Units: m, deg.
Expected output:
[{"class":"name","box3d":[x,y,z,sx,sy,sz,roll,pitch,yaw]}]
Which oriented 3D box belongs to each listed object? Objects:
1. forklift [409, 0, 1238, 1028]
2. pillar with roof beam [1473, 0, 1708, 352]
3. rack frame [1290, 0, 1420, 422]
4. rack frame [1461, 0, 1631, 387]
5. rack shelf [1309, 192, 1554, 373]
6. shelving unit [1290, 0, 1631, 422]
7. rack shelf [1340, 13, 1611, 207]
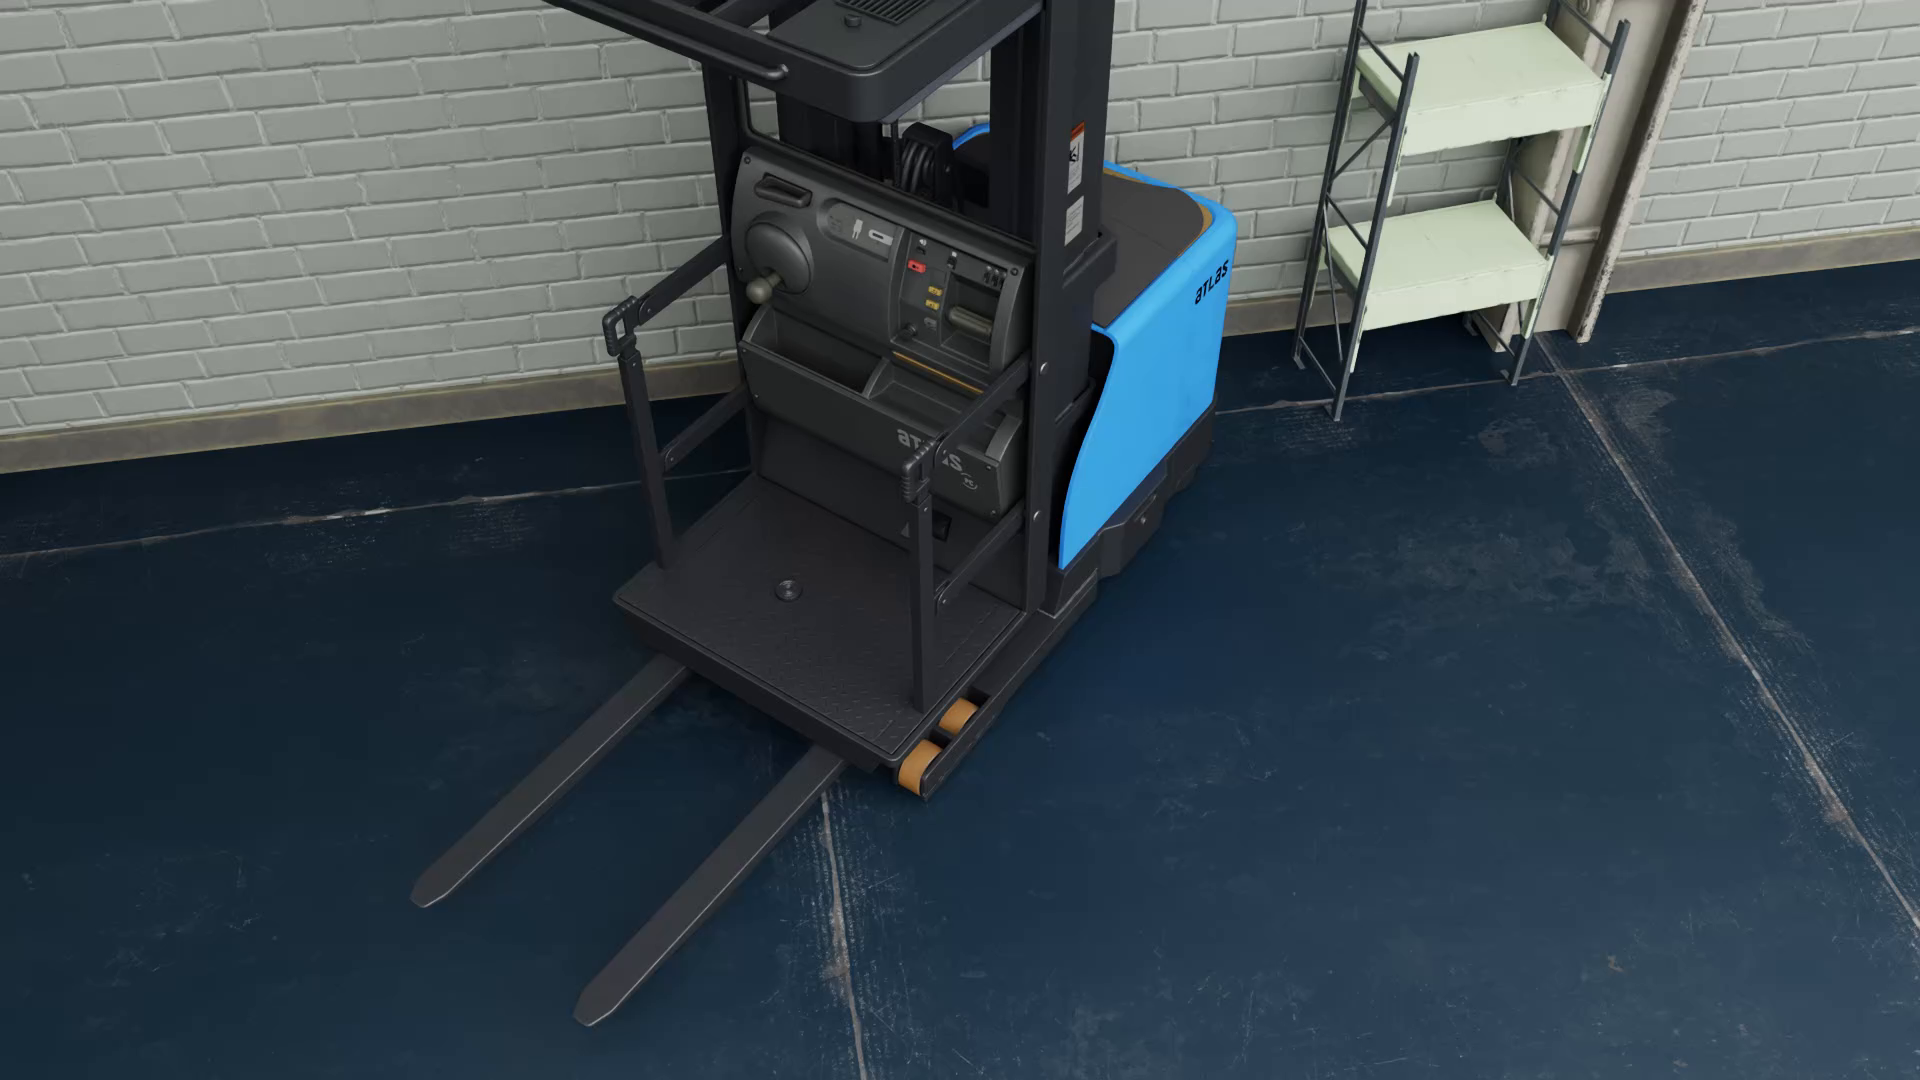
[{"class":"forklift","box3d":[-0.356,-0.649,4.340,1.130,2.935,3.031,27,52,23]},{"class":"pillar with roof beam","box3d":[2.976,-0.930,0.397,0.400,9.000,9.100,-7,46,-7]},{"class":"rack frame","box3d":[1.344,-1.097,5.765,0.023,1.500,0.400,-12,47,-11]},{"class":"rack frame","box3d":[2.048,-1.242,5.905,0.023,1.500,0.400,-12,47,-11]},{"class":"rack shelf","box3d":[1.696,-0.944,6.070,0.720,0.370,0.431,-12,47,-11]},{"class":"shelving unit","box3d":[1.696,-1.170,5.835,0.755,1.500,0.431,-12,47,-11]},{"class":"rack shelf","box3d":[1.696,-1.440,5.553,0.720,0.370,0.431,-12,47,-11]}]
